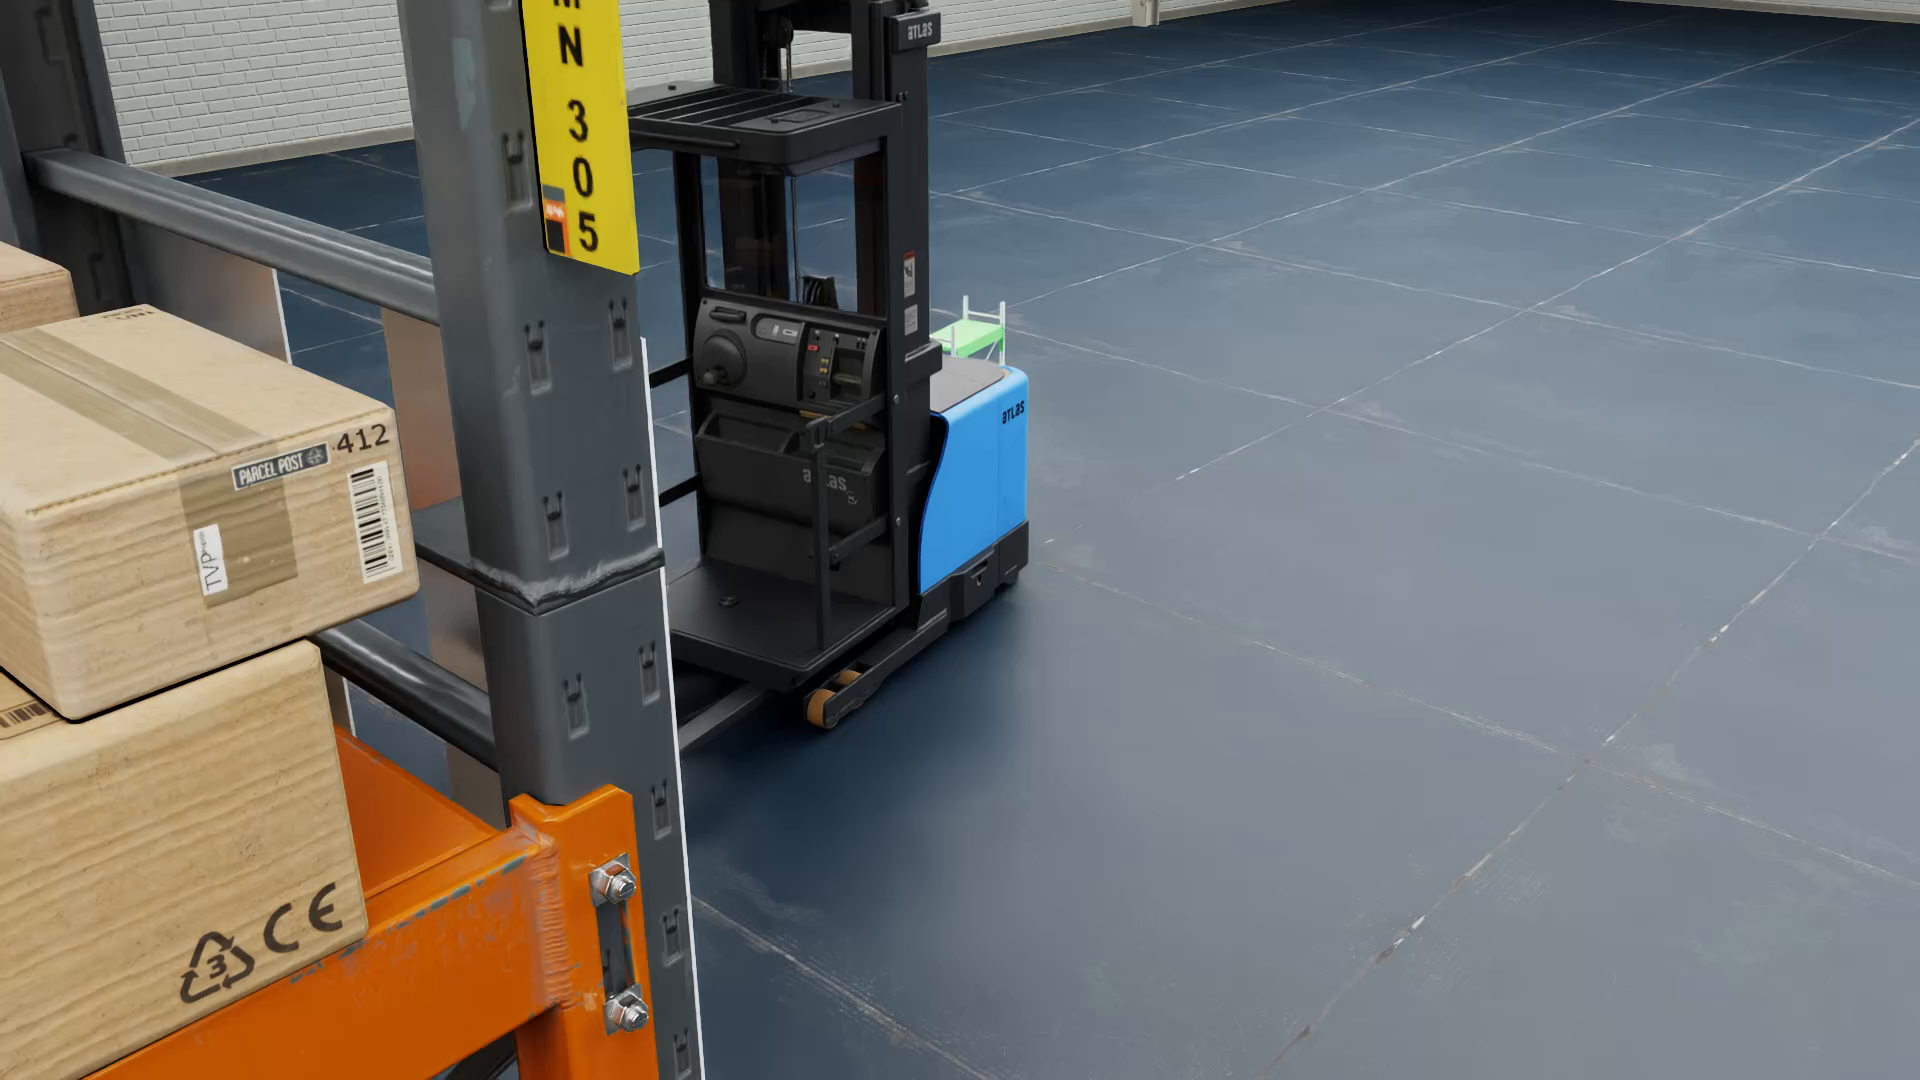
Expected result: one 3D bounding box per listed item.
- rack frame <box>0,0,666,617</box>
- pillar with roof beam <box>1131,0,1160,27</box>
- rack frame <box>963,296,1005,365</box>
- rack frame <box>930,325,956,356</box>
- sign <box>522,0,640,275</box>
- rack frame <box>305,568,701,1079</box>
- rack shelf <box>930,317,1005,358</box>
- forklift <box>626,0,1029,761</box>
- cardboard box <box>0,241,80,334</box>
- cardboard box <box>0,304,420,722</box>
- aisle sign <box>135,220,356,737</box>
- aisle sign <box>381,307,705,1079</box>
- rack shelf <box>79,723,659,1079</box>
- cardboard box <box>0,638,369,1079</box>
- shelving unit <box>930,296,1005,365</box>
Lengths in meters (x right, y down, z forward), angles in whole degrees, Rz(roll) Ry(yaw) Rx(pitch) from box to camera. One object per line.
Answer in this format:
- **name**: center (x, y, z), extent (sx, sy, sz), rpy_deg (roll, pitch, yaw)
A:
- **rack frame**: center (-0.657, -1.465, 1.018), extent (1.000, 3.000, 0.127), rpy_deg (20, 31, 38)
- **pillar with roof beam**: center (6.352, -11.696, 23.836), extent (9.100, 9.000, 0.400), rpy_deg (20, 31, 38)
- **rack frame**: center (0.124, -0.697, 8.838), extent (0.240, 1.200, 0.015), rpy_deg (14, 28, 28)
- **rack frame**: center (-0.126, -0.525, 8.455), extent (0.240, 1.200, 0.015), rpy_deg (14, 28, 28)
- **sign**: center (-0.257, -0.343, 1.099), extent (0.100, 0.325, 0.005), rpy_deg (20, 31, 38)
- **rack frame**: center (-0.657, 1.272, 2.246), extent (1.000, 3.000, 0.127), rpy_deg (20, 31, 38)
- **rack shelf**: center (-0.001, -0.991, 8.476), extent (0.258, 0.148, 0.480), rpy_deg (14, 28, 28)
- **forklift**: center (-0.847, -0.759, 6.861), extent (1.130, 2.935, 3.031), rpy_deg (14, 28, 28)
- **cardboard box**: center (-1.013, -0.189, 1.535), extent (0.380, 0.149, 0.250), rpy_deg (20, 31, 37)
- **cardboard box**: center (-0.610, -0.040, 1.202), extent (0.380, 0.149, 0.250), rpy_deg (20, 31, 38)
- **aisle sign**: center (-0.839, -0.015, 1.939), extent (0.394, 0.787, 0.004), rpy_deg (20, 31, 38)
- **aisle sign**: center (-0.393, 0.149, 1.573), extent (0.394, 0.787, 0.004), rpy_deg (20, 31, 38)
- **rack shelf**: center (-1.992, 0.841, 0.420), extent (1.077, 0.370, 4.000), rpy_deg (20, 31, 38)
- **cardboard box**: center (-0.790, 0.188, 1.180), extent (0.500, 0.250, 0.500), rpy_deg (21, 32, 39)
- **shelving unit**: center (-0.001, -0.611, 8.646), extent (0.258, 1.200, 0.503), rpy_deg (14, 28, 28)
